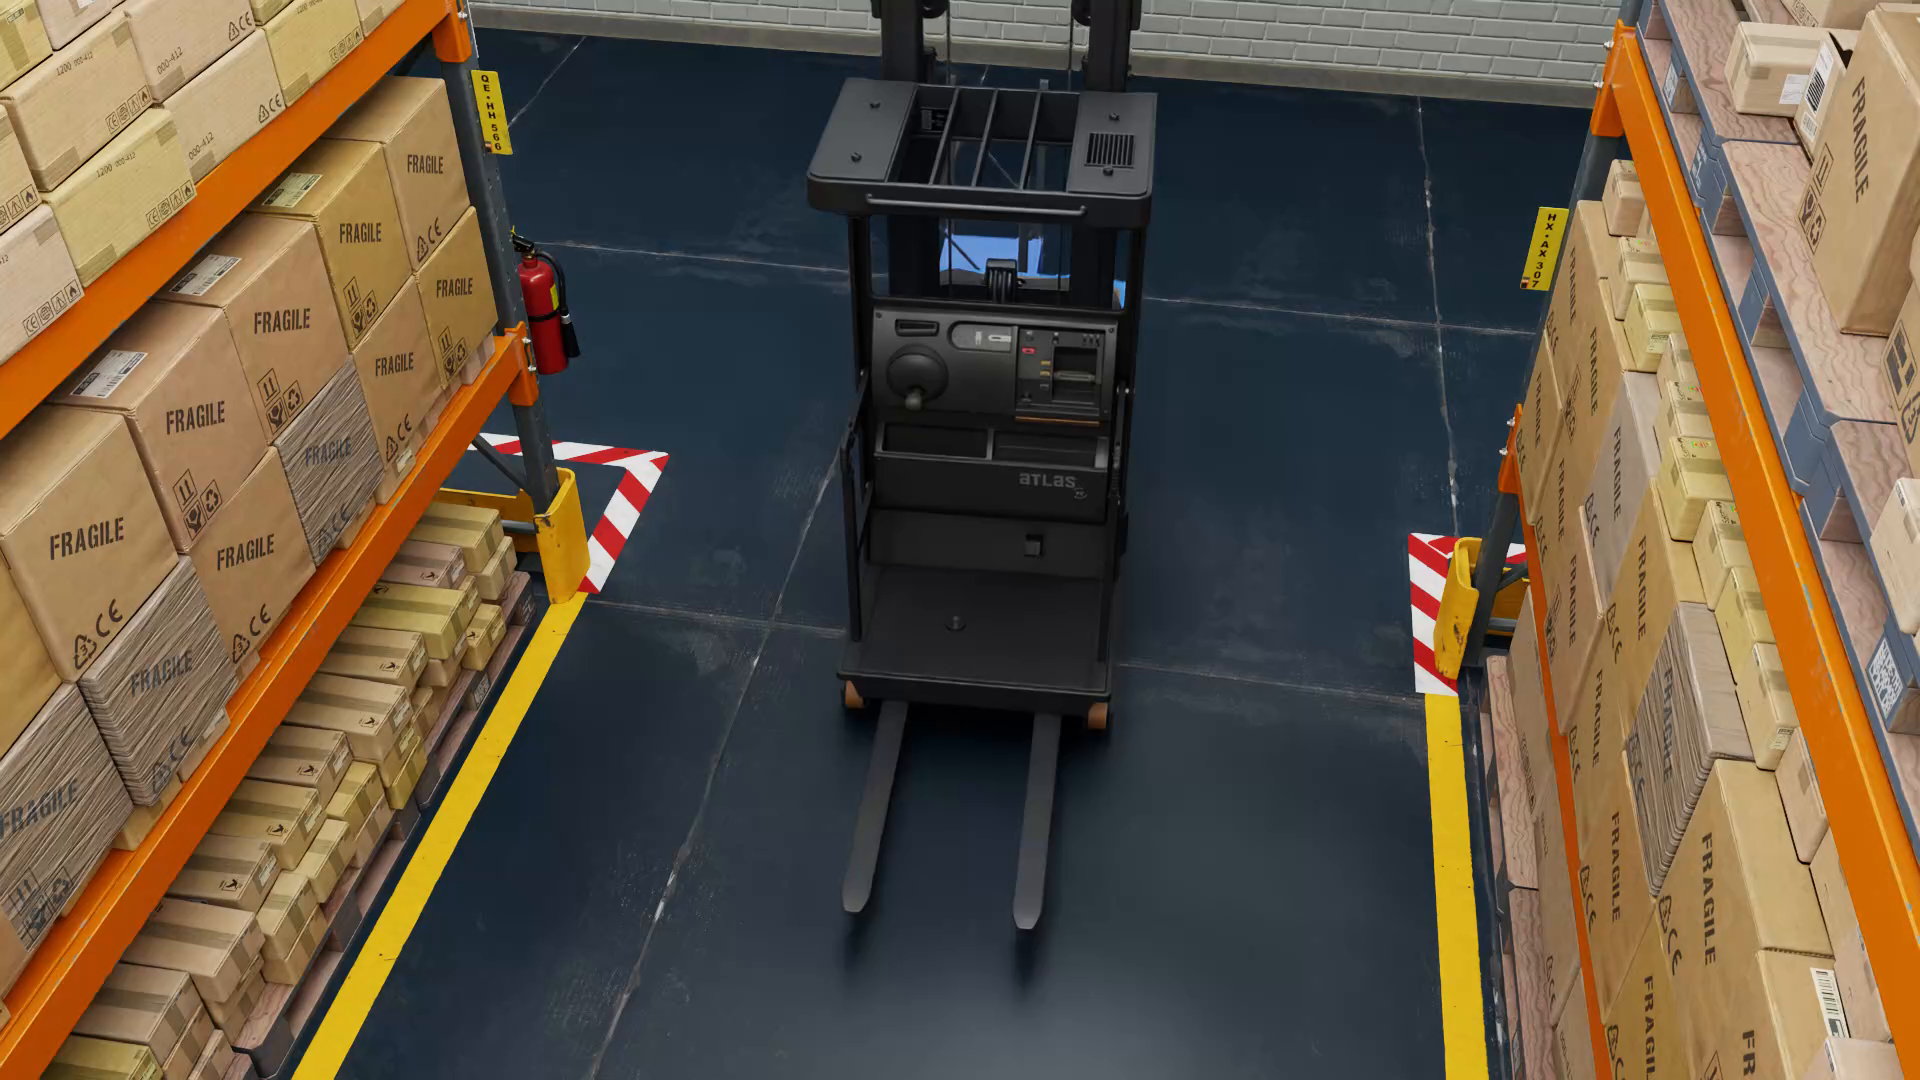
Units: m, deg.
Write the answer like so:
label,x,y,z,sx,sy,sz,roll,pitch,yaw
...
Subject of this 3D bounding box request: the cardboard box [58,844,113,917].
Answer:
label,x,y,z,sx,sy,sz,roll,pitch,yaw
cardboard box,-2.576,0.868,4.543,0.380,0.149,0.250,5,40,6

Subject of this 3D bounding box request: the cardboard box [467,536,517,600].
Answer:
label,x,y,z,sx,sy,sz,roll,pitch,yaw
cardboard box,-2.084,0.101,6.948,0.380,0.149,0.250,5,40,6

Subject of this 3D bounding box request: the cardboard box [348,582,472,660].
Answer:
label,x,y,z,sx,sy,sz,roll,pitch,yaw
cardboard box,-2.135,0.312,6.460,0.380,0.149,0.250,6,40,7

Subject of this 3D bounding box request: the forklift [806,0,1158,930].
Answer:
label,x,y,z,sx,sy,sz,roll,pitch,yaw
forklift,0.104,-0.590,6.163,1.130,2.935,3.031,4,40,5

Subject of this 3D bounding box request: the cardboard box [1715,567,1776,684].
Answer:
label,x,y,z,sx,sy,sz,roll,pitch,yaw
cardboard box,1.950,0.211,3.768,0.380,0.149,0.250,6,40,7

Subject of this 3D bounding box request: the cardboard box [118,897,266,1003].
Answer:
label,x,y,z,sx,sy,sz,roll,pitch,yaw
cardboard box,-2.454,1.293,5.273,0.380,0.149,0.250,7,40,9

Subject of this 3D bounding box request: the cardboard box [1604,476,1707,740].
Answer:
label,x,y,z,sx,sy,sz,roll,pitch,yaw
cardboard box,2.006,0.206,4.283,0.500,0.500,0.500,7,40,8

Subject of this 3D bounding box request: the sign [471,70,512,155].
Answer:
label,x,y,z,sx,sy,sz,roll,pitch,yaw
sign,-1.731,-1.578,6.148,0.100,0.325,0.005,6,40,8

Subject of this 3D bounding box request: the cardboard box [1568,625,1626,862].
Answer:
label,x,y,z,sx,sy,sz,roll,pitch,yaw
cardboard box,2.017,0.583,4.612,0.500,0.500,0.500,8,40,9

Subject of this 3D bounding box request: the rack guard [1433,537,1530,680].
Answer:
label,x,y,z,sx,sy,sz,roll,pitch,yaw
rack guard,2.623,0.347,6.938,1.175,0.500,0.348,6,40,8

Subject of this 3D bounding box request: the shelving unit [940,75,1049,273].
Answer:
label,x,y,z,sx,sy,sz,roll,pitch,yaw
shelving unit,0.122,-1.355,8.212,0.538,1.500,1.048,4,40,5

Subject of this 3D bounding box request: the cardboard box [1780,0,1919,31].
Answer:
label,x,y,z,sx,sy,sz,roll,pitch,yaw
cardboard box,2.630,-1.608,4.696,0.500,0.250,0.500,3,40,4

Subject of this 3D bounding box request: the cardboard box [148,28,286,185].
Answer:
label,x,y,z,sx,sy,sz,roll,pitch,yaw
cardboard box,-2.272,-1.237,4.656,0.500,0.250,0.500,8,40,10

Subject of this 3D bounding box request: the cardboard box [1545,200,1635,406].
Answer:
label,x,y,z,sx,sy,sz,roll,pitch,yaw
cardboard box,2.256,-0.756,5.447,0.500,0.500,0.500,6,40,7

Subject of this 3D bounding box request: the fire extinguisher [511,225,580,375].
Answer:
label,x,y,z,sx,sy,sz,roll,pitch,yaw
fire extinguisher,-1.776,-1.018,6.980,0.296,0.674,0.183,6,40,8

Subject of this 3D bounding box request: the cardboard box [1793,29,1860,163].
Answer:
label,x,y,z,sx,sy,sz,roll,pitch,yaw
cardboard box,2.311,-0.990,3.901,0.500,0.311,0.500,7,40,8

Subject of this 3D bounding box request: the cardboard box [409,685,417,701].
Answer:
label,x,y,z,sx,sy,sz,roll,pitch,yaw
cardboard box,-2.320,0.584,6.363,0.380,0.149,0.250,6,40,7

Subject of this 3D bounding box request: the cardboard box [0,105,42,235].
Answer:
label,x,y,z,sx,sy,sz,roll,pitch,yaw
cardboard box,-2.455,-0.767,3.695,0.500,0.250,0.500,7,40,8

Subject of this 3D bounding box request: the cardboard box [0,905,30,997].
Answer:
label,x,y,z,sx,sy,sz,roll,pitch,yaw
cardboard box,-2.632,0.990,3.887,0.500,0.500,0.500,6,40,7

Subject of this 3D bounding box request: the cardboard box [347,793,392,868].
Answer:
label,x,y,z,sx,sy,sz,roll,pitch,yaw
cardboard box,-2.314,1.028,6.061,0.380,0.149,0.250,7,40,9

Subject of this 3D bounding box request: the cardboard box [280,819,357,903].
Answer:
label,x,y,z,sx,sy,sz,roll,pitch,yaw
cardboard box,-2.332,1.088,5.754,0.380,0.149,0.250,7,40,8

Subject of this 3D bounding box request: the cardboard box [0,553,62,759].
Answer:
label,x,y,z,sx,sy,sz,roll,pitch,yaw
cardboard box,-2.573,0.304,3.931,0.500,0.500,0.500,5,40,6

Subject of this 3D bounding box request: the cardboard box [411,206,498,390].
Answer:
label,x,y,z,sx,sy,sz,roll,pitch,yaw
cardboard box,-2.098,-0.927,6.205,0.500,0.500,0.500,7,40,9

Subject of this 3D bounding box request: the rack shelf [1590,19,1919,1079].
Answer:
label,x,y,z,sx,sy,sz,roll,pitch,yaw
rack shelf,2.273,-0.225,3.879,1.077,0.370,4.000,6,40,8

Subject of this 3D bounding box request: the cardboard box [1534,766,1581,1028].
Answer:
label,x,y,z,sx,sy,sz,roll,pitch,yaw
cardboard box,2.453,1.224,5.596,0.875,0.438,0.875,7,40,9

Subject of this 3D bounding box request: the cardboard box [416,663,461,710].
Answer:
label,x,y,z,sx,sy,sz,roll,pitch,yaw
cardboard box,-2.235,0.535,6.657,0.380,0.149,0.250,6,40,7

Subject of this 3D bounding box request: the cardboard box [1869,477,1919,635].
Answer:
label,x,y,z,sx,sy,sz,roll,pitch,yaw
cardboard box,1.768,0.047,2.774,0.380,0.149,0.250,7,40,9

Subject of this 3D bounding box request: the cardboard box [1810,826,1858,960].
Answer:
label,x,y,z,sx,sy,sz,roll,pitch,yaw
cardboard box,1.872,0.697,3.180,0.380,0.149,0.250,6,40,8

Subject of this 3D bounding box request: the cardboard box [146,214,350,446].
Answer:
label,x,y,z,sx,sy,sz,roll,pitch,yaw
cardboard box,-2.277,-0.663,5.101,0.500,0.500,0.500,8,40,10

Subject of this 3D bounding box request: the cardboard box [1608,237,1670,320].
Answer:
label,x,y,z,sx,sy,sz,roll,pitch,yaw
cardboard box,2.152,-0.761,4.944,0.380,0.149,0.250,8,40,9

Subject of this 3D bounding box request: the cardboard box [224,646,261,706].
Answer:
label,x,y,z,sx,sy,sz,roll,pitch,yaw
cardboard box,-2.414,0.376,5.138,0.380,0.149,0.250,8,40,9

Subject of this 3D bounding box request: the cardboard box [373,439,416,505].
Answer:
label,x,y,z,sx,sy,sz,roll,pitch,yaw
cardboard box,-2.181,-0.278,5.929,0.380,0.149,0.250,7,40,9

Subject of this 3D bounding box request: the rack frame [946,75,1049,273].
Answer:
label,x,y,z,sx,sy,sz,roll,pitch,yaw
rack frame,0.183,-1.677,8.601,0.500,1.500,0.032,4,40,5

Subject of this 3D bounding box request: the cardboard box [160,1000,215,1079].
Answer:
label,x,y,z,sx,sy,sz,roll,pitch,yaw
cardboard box,-2.576,1.562,5.182,0.380,0.149,0.250,4,40,5

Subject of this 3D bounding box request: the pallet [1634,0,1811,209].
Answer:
label,x,y,z,sx,sy,sz,roll,pitch,yaw
pallet,2.501,-1.257,4.632,1.003,0.211,1.213,6,40,8

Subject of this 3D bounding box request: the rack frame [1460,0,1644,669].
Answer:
label,x,y,z,sx,sy,sz,roll,pitch,yaw
rack frame,2.619,-0.602,6.124,1.000,3.000,0.127,6,40,8

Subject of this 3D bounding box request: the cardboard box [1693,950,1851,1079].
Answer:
label,x,y,z,sx,sy,sz,roll,pitch,yaw
cardboard box,1.737,1.158,3.132,0.500,0.500,0.500,6,40,7

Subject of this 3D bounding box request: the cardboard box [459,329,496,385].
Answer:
label,x,y,z,sx,sy,sz,roll,pitch,yaw
cardboard box,-2.052,-0.752,6.502,0.380,0.149,0.250,6,40,8

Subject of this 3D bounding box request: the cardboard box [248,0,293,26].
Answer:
label,x,y,z,sx,sy,sz,roll,pitch,yaw
cardboard box,-2.190,-1.737,4.868,0.500,0.250,0.500,5,40,6

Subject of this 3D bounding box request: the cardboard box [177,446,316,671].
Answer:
label,x,y,z,sx,sy,sz,roll,pitch,yaw
cardboard box,-2.367,0.027,5.052,0.500,0.500,0.500,8,40,10

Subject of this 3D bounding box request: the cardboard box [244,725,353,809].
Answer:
label,x,y,z,sx,sy,sz,roll,pitch,yaw
cardboard box,-2.389,0.795,5.875,0.380,0.149,0.250,5,40,6

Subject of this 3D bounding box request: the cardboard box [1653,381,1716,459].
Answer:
label,x,y,z,sx,sy,sz,roll,pitch,yaw
cardboard box,2.046,-0.271,4.351,0.380,0.149,0.250,7,40,8

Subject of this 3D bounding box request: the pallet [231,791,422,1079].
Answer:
label,x,y,z,sx,sy,sz,roll,pitch,yaw
pallet,-2.676,1.308,6.003,1.003,0.211,1.213,6,40,8

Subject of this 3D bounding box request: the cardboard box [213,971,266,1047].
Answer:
label,x,y,z,sx,sy,sz,roll,pitch,yaw
cardboard box,-2.542,1.504,5.485,0.380,0.149,0.250,5,40,6

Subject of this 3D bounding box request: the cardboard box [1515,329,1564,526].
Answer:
label,x,y,z,sx,sy,sz,roll,pitch,yaw
cardboard box,2.253,-0.371,5.766,0.500,0.500,0.500,6,40,7
